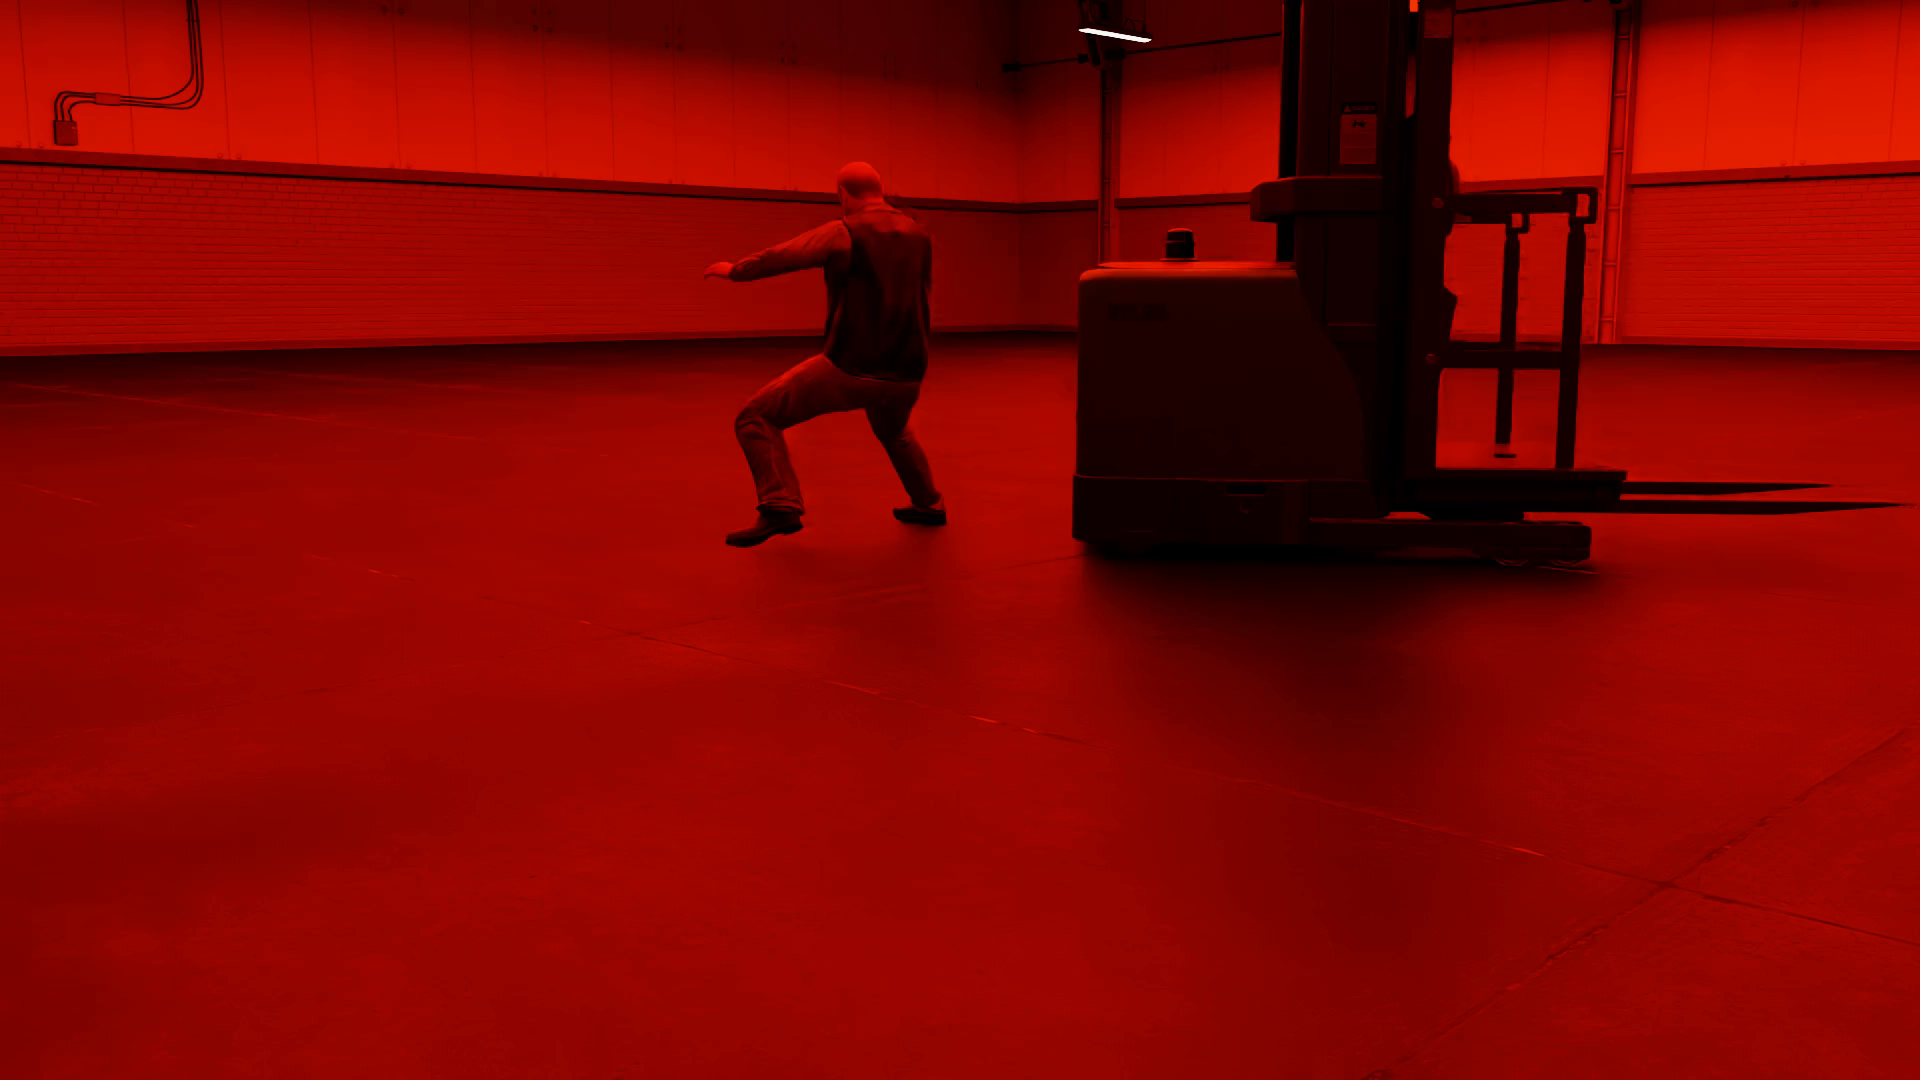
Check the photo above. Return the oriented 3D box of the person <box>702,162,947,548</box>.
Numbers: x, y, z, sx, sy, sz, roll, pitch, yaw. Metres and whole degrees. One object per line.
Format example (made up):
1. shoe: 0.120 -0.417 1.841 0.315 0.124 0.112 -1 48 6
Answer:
1. person: -0.470 -0.746 6.651 1.204 1.497 0.709 -7 11 -38

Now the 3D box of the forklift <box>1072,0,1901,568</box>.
1. forklift: 1.974 -1.431 6.377 3.031 2.935 1.130 1 9 5
